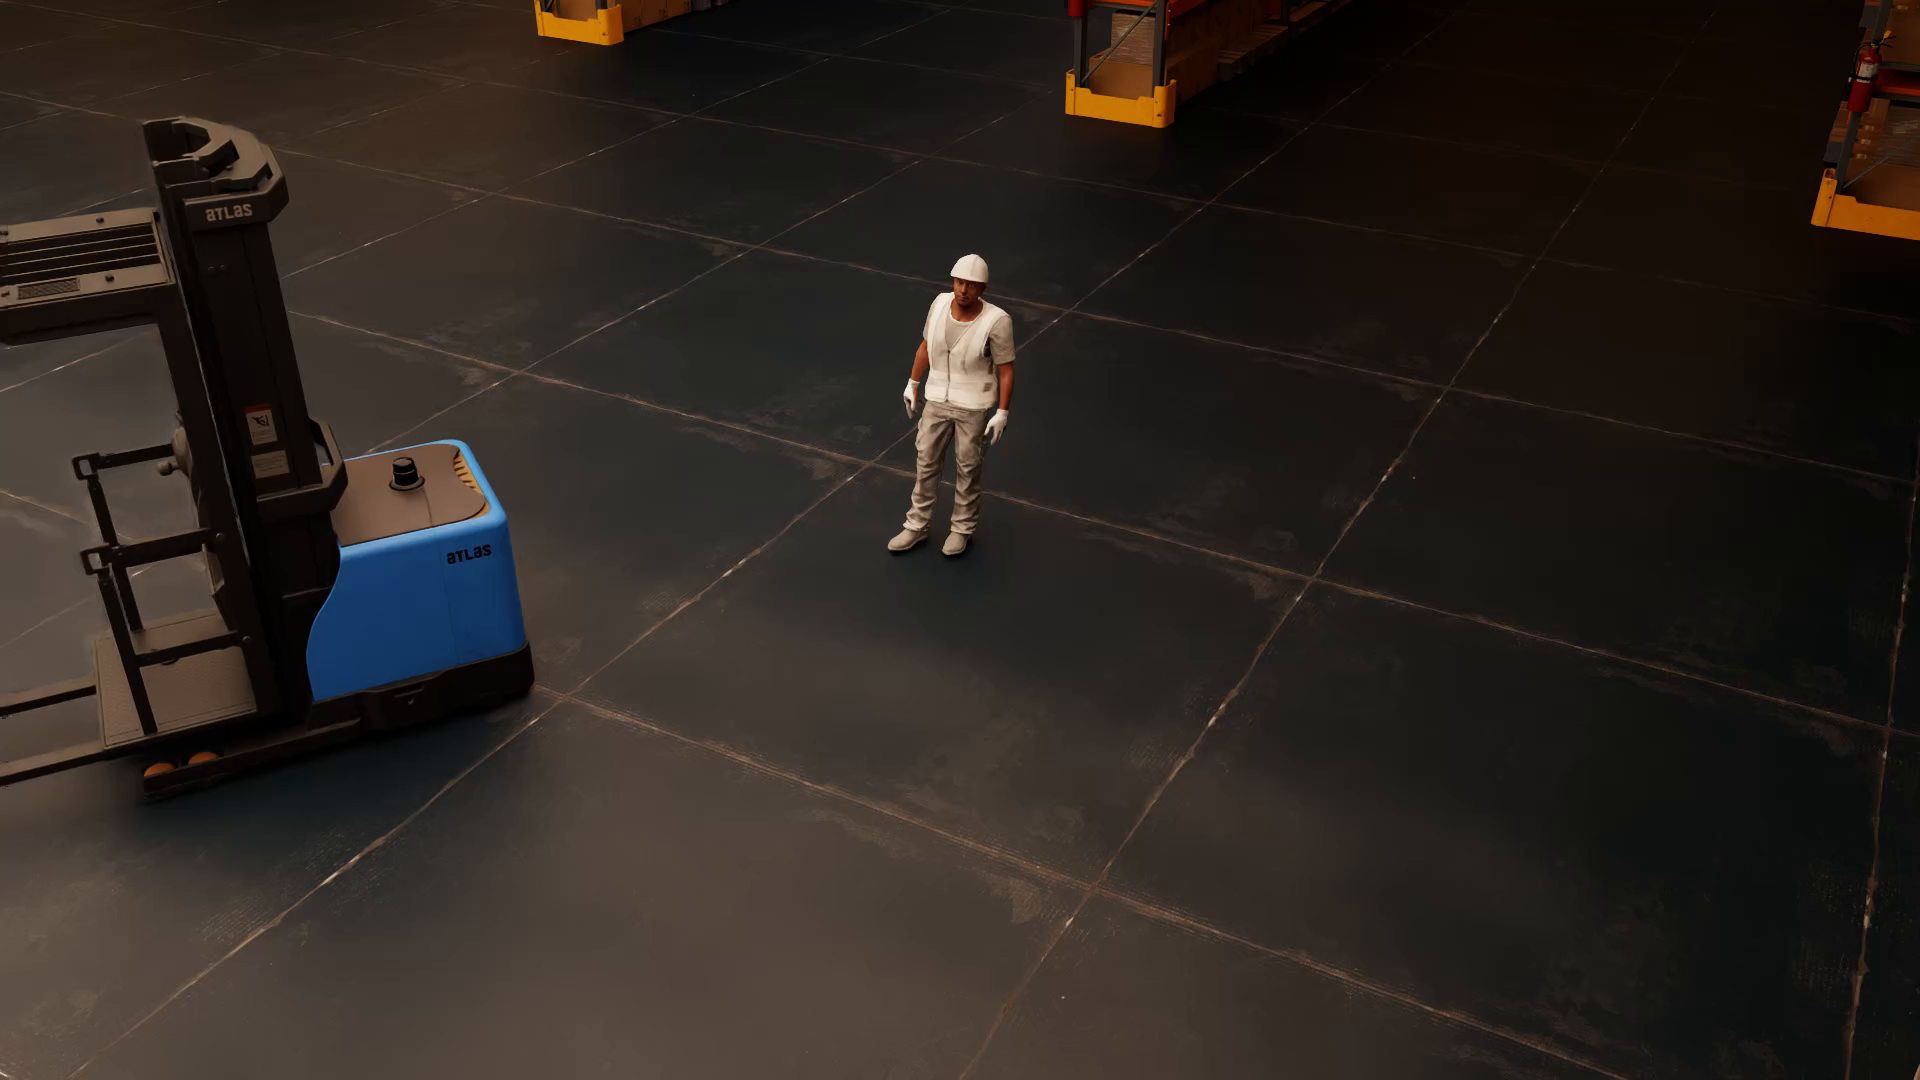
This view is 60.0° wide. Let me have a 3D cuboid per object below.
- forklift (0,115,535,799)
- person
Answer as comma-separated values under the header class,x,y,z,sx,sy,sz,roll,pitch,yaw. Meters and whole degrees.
class,x,y,z,sx,sy,sz,roll,pitch,yaw
forklift,-3.751,-0.345,7.669,3.031,2.935,1.130,-14,33,-23
person,-0.042,-0.749,9.502,0.657,1.785,0.575,15,33,25
